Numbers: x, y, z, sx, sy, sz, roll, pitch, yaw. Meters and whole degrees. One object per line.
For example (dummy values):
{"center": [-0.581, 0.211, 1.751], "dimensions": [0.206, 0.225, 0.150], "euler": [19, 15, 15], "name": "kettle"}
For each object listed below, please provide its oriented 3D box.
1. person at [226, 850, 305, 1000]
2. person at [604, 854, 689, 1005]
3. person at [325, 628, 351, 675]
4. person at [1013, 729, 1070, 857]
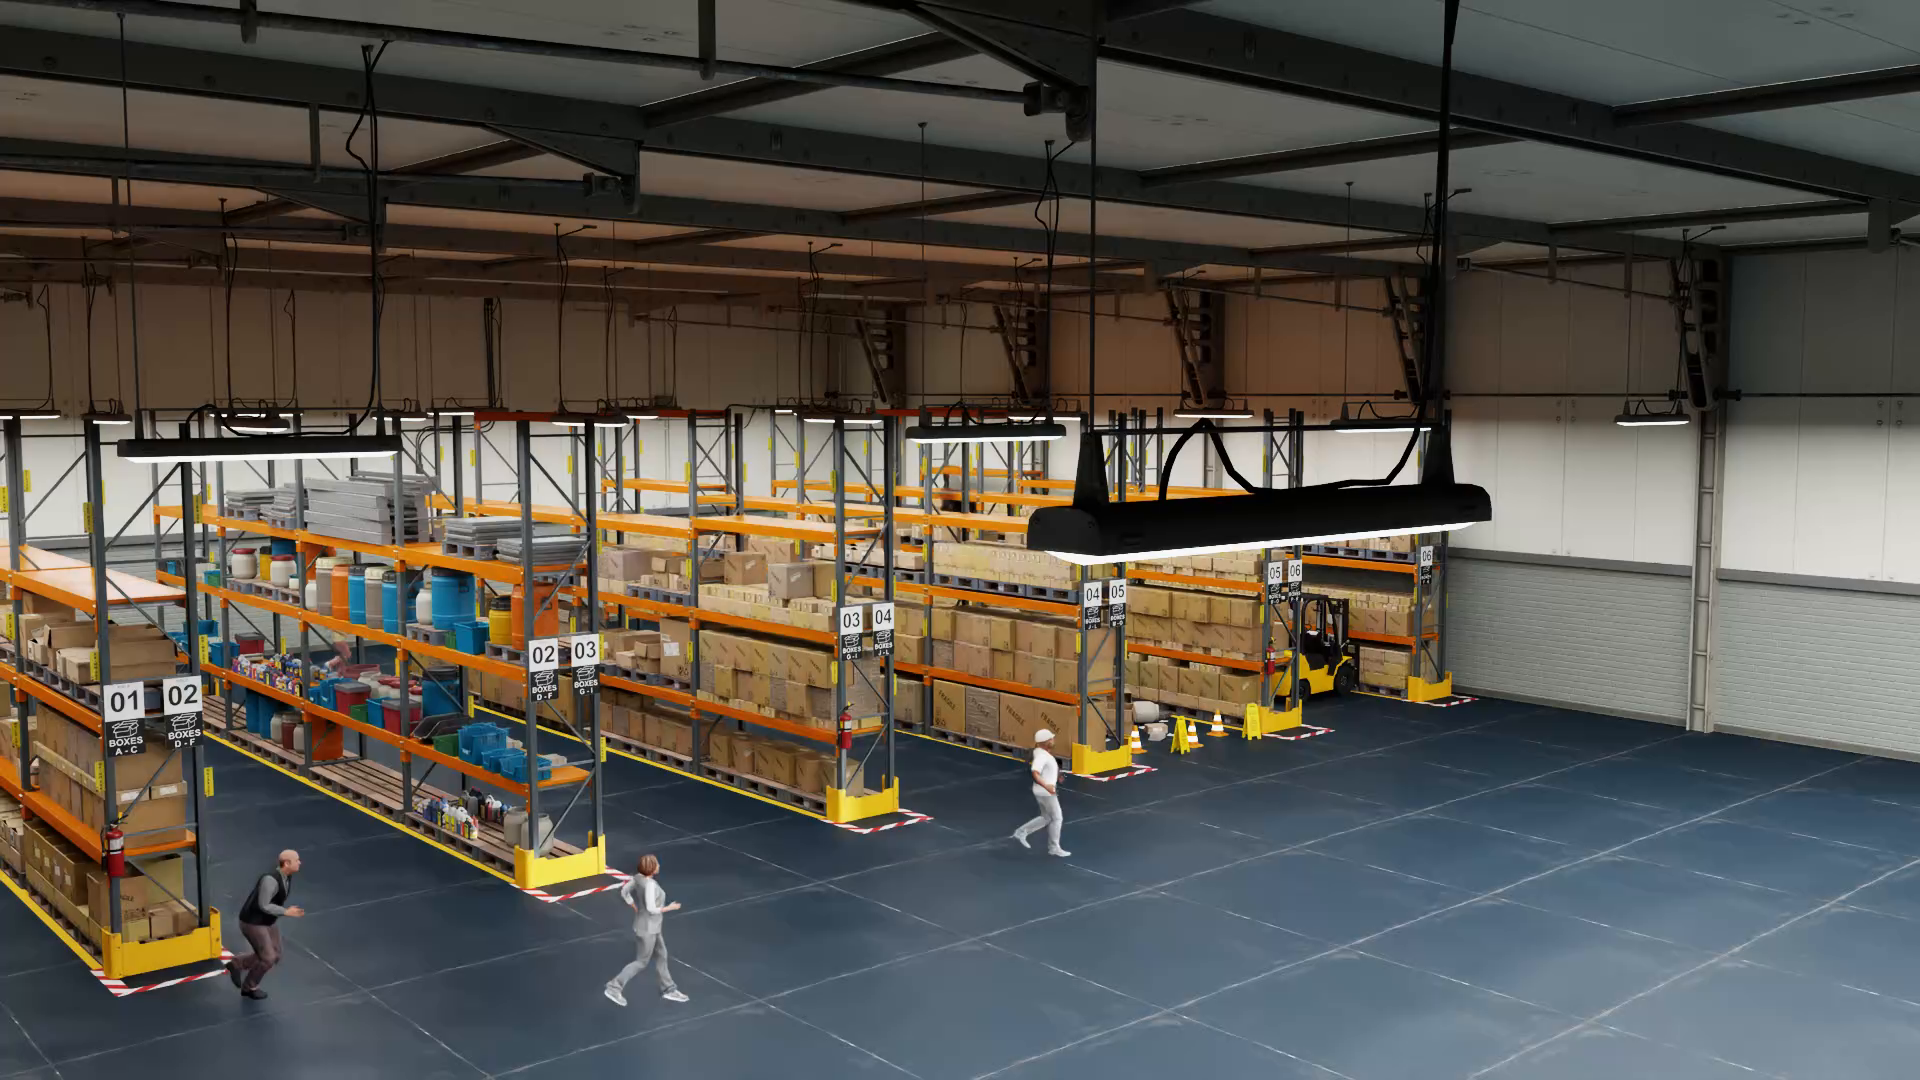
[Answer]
{"center": [-7.287, 4.027, 17.488], "dimensions": [0.852, 1.575, 0.679], "euler": [0, 5, -4], "name": "person"}
{"center": [-3.222, 4.017, 17.059], "dimensions": [0.876, 1.597, 0.540], "euler": [-2, 5, -18], "name": "person"}
{"center": [-13.949, 2.254, 37.212], "dimensions": [0.585, 1.617, 0.579], "euler": [-4, 6, -36], "name": "person"}
{"center": [1.126, 3.459, 22.753], "dimensions": [0.783, 1.756, 0.706], "euler": [0, 5, -3], "name": "person"}
